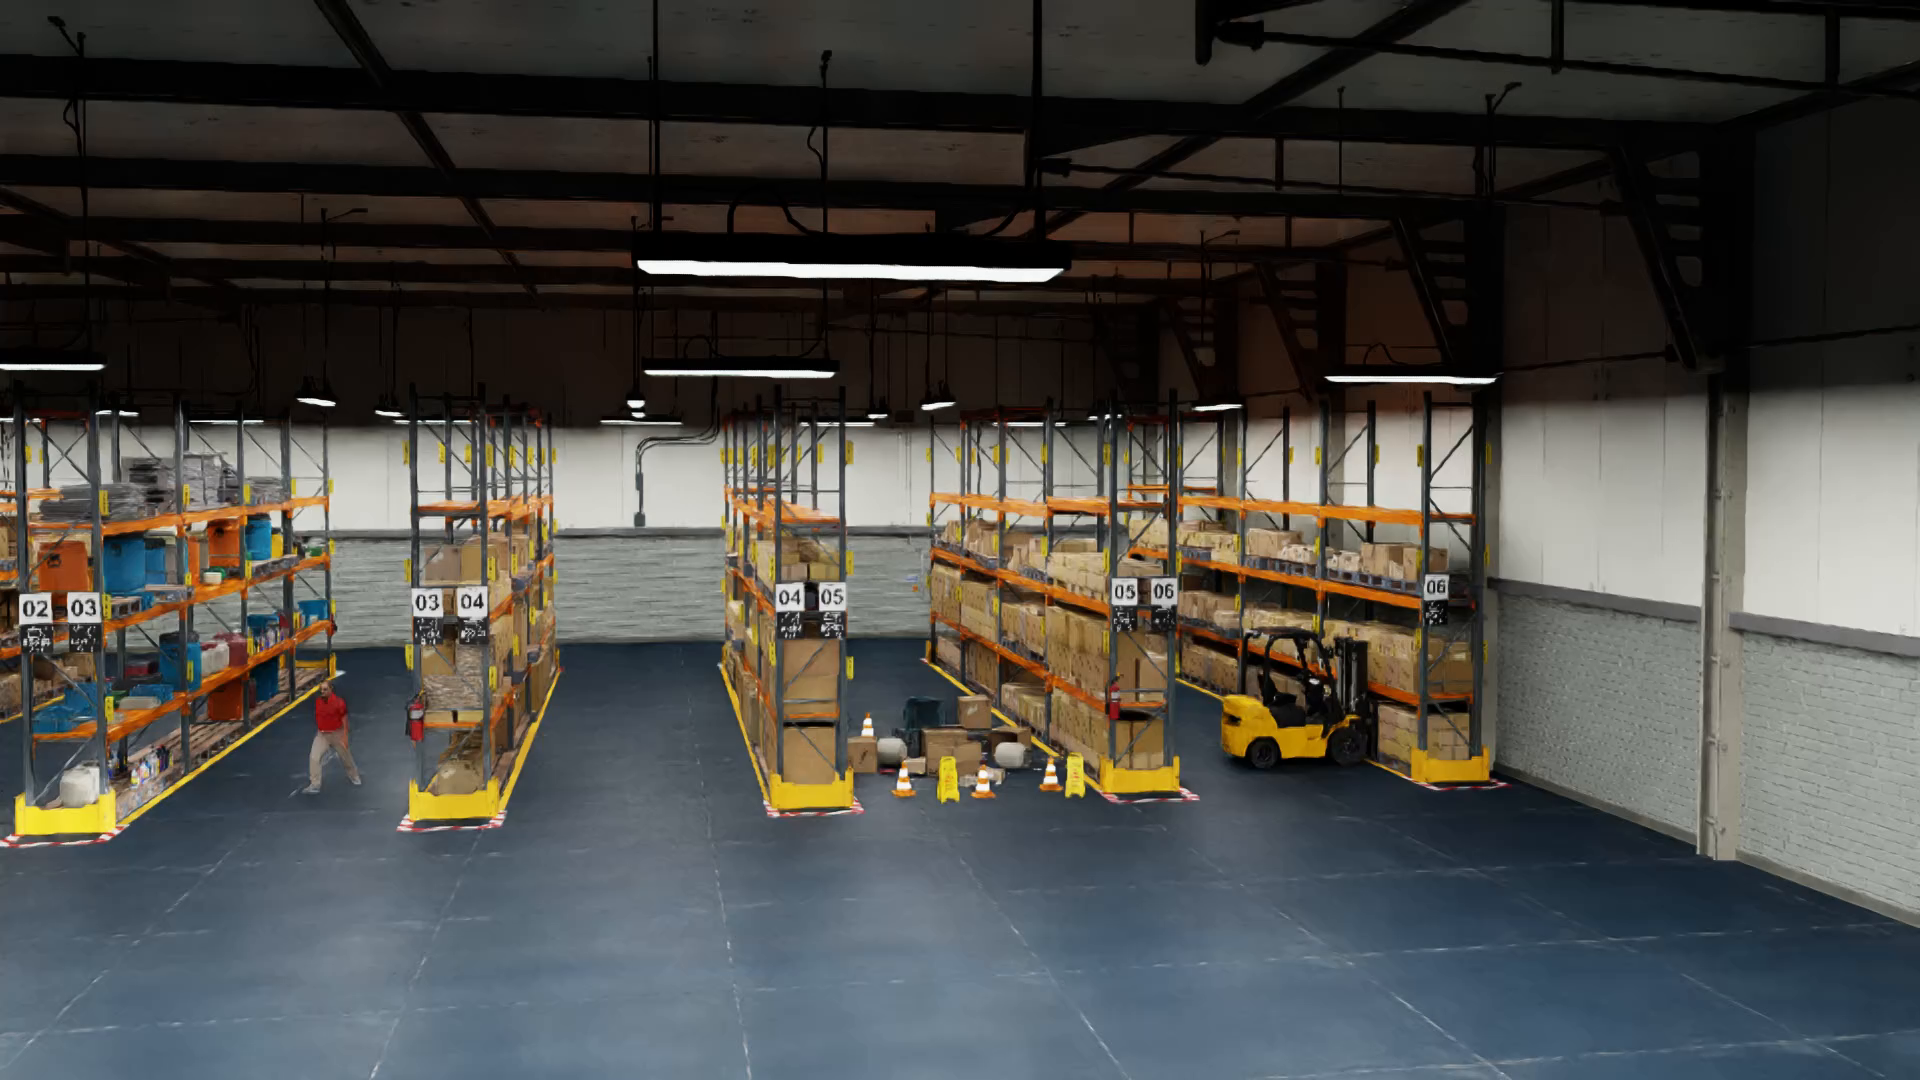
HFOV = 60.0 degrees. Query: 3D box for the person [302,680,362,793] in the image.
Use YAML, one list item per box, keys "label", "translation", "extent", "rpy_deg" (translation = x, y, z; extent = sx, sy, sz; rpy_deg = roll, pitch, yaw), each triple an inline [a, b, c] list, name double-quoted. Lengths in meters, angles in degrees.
- label: "person"
  translation: [-9.374, 2.909, 24.834]
  extent: [0.582, 1.667, 0.978]
  rpy_deg: [1, 3, 11]
